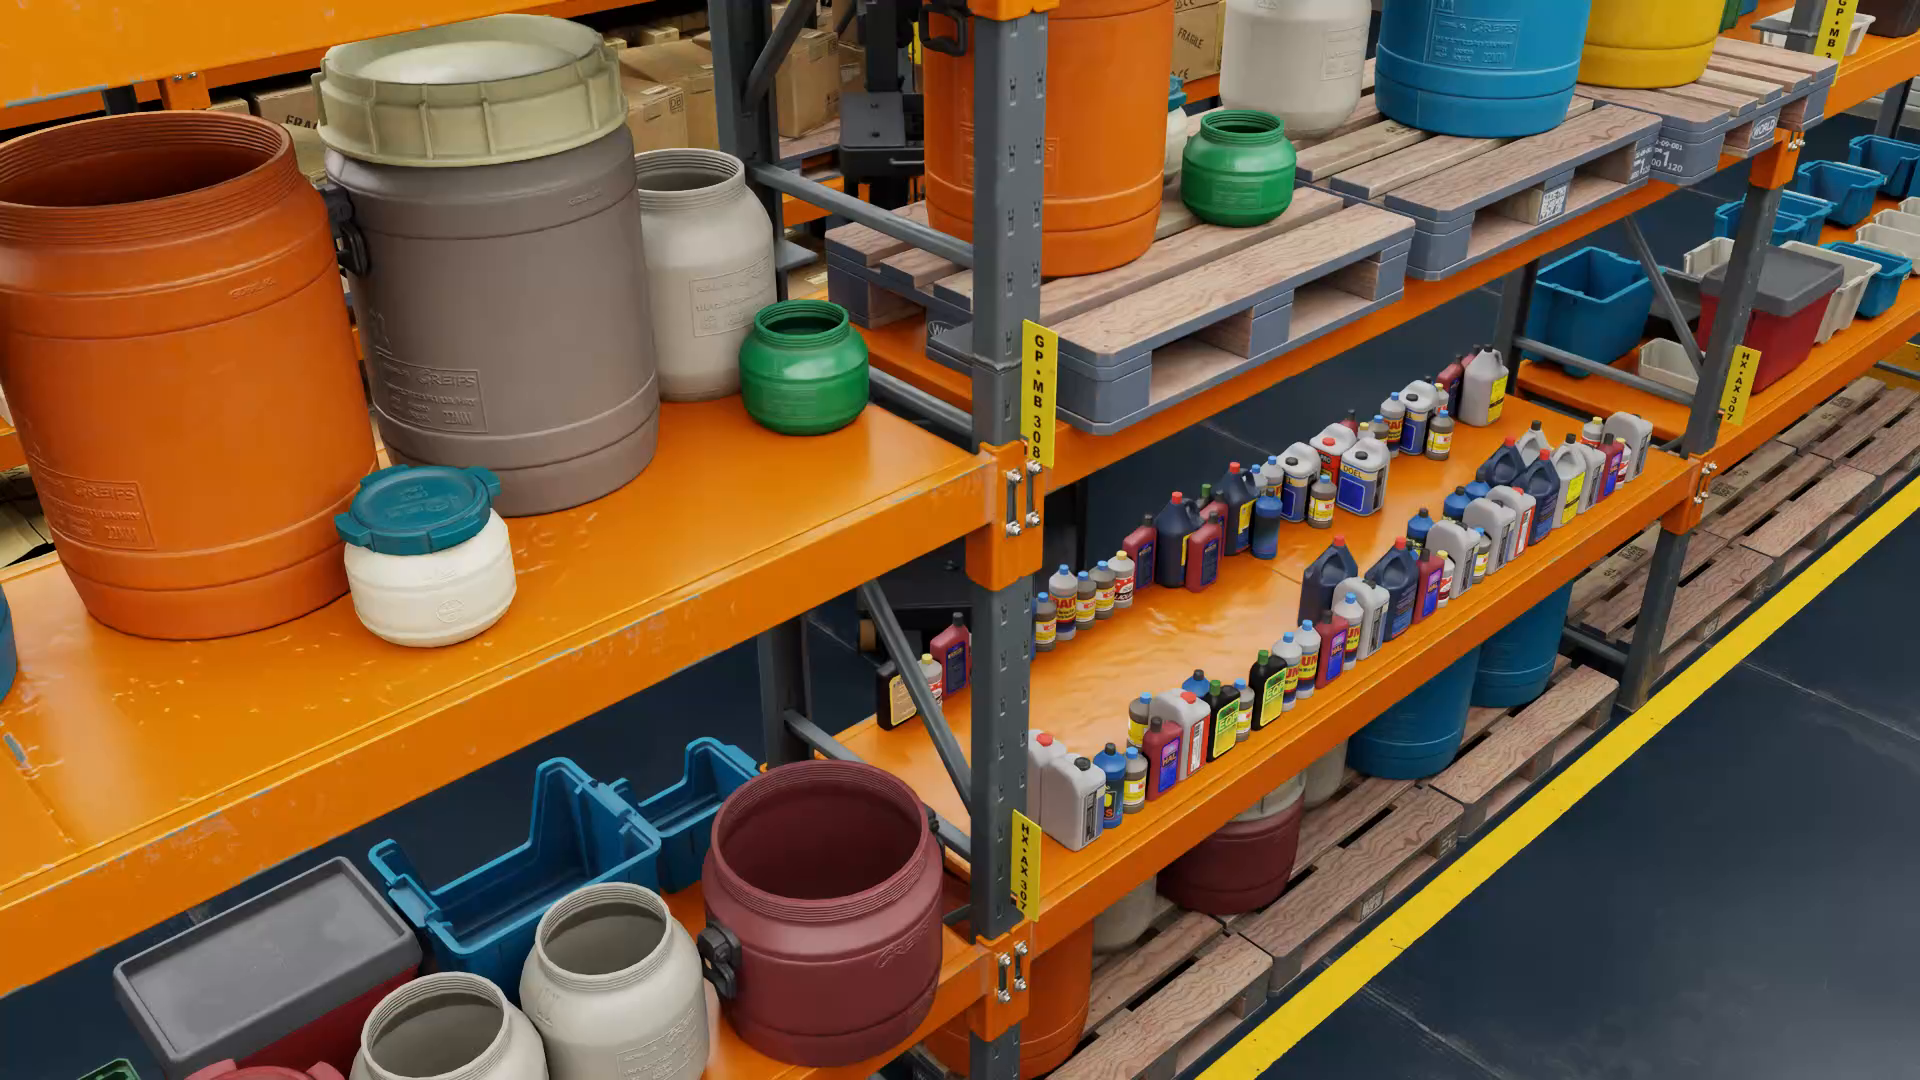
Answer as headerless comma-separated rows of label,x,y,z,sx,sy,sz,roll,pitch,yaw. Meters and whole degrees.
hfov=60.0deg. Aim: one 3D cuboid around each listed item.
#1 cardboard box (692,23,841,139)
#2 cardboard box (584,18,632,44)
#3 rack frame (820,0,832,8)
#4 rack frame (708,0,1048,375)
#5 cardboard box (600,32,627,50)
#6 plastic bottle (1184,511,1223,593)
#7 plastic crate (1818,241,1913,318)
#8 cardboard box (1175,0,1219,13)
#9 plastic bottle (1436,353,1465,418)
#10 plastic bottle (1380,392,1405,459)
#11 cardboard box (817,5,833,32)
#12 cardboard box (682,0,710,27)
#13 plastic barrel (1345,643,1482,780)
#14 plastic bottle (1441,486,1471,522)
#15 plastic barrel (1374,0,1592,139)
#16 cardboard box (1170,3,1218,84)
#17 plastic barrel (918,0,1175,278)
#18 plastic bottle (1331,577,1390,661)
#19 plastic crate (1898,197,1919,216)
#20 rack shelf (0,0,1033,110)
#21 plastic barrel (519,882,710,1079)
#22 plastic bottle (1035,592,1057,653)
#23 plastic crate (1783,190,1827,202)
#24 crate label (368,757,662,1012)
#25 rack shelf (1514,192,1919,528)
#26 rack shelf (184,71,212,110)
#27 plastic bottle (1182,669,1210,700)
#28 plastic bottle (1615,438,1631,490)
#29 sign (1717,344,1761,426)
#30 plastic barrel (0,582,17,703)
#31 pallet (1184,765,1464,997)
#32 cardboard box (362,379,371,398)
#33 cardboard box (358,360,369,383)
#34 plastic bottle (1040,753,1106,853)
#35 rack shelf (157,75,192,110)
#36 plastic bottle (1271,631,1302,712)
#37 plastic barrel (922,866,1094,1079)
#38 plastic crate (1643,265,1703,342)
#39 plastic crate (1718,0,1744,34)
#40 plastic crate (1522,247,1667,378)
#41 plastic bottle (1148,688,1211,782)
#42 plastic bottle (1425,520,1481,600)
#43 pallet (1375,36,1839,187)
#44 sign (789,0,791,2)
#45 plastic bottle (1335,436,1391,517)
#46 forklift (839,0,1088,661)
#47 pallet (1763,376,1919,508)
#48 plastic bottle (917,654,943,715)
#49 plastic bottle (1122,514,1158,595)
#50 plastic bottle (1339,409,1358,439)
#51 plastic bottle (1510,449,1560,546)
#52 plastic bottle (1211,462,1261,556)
cardboard box,-1.140,-2.743,9.861,0.700,0.500,0.500,15,35,23
cardboard box,-3.057,-4.418,14.472,0.250,0.149,0.380,-27,41,-37
rack frame,-1.078,-5.916,15.549,0.127,3.000,1.000,-26,40,-35
rack frame,-0.209,-1.848,3.146,0.127,3.000,1.000,-26,40,-35
cardboard box,-3.018,-4.164,14.056,0.250,0.149,0.380,-24,39,-34
plastic bottle,0.870,0.039,5.923,0.133,0.283,0.061,-26,40,-35
plastic crate,4.326,-1.253,8.028,0.300,0.233,0.416,-26,40,-35
cardboard box,1.406,-3.863,11.138,0.500,0.500,0.500,-25,39,-34
plastic bottle,2.068,-0.643,7.038,0.133,0.283,0.061,-26,40,-35
plastic bottle,1.754,-0.473,6.772,0.097,0.271,0.097,0,31,0
cardboard box,-1.524,-4.742,15.623,0.500,0.500,0.700,-26,40,-35
cardboard box,-2.309,-4.780,15.064,0.250,0.149,0.380,-25,39,-35
plastic barrel,1.795,0.447,6.753,0.708,0.901,0.600,-26,40,-35
plastic bottle,1.820,-0.074,6.118,0.097,0.271,0.097,0,31,0
plastic barrel,1.577,-1.716,4.922,0.708,0.901,0.600,-26,40,-35
cardboard box,1.402,-3.441,11.407,0.500,0.500,0.500,-25,40,-35
plastic barrel,0.210,-1.131,4.034,0.708,0.830,0.600,-26,40,-35
plastic bottle,1.345,0.243,5.596,0.135,0.276,0.152,-26,40,-35
plastic crate,5.183,-1.680,8.818,0.243,0.136,0.396,-26,40,-35
rack shelf,-1.675,-0.661,2.277,4.000,0.370,1.077,-26,40,-35
plastic barrel,-0.818,1.111,3.951,0.421,0.512,0.421,0,31,0
plastic bottle,0.278,0.270,5.623,0.097,0.201,0.097,0,31,0
plastic crate,4.464,-1.755,8.939,0.298,0.136,0.250,-26,40,-35
crate label,-1.121,0.946,4.294,0.616,0.435,0.502,-26,40,-35
rack shelf,4.191,-1.110,8.379,4.000,0.370,1.077,-26,40,-35
rack shelf,-2.107,-2.867,8.377,4.000,0.370,1.077,-26,40,-35
plastic bottle,0.730,0.519,5.150,0.097,0.271,0.097,0,31,0
plastic bottle,2.589,-0.307,6.567,0.097,0.201,0.097,0,31,0
sign,3.097,-0.614,6.613,0.005,0.325,0.100,-26,40,-35
plastic barrel,-1.957,-0.090,2.667,0.708,0.901,0.600,-26,40,-35
pallet,1.235,1.175,6.626,1.213,0.211,1.003,-26,40,-35
cardboard box,-3.048,-0.727,9.038,0.500,0.500,0.500,-24,39,-34
cardboard box,-3.009,-1.069,8.878,0.500,0.250,0.500,-24,39,-34
plastic bottle,0.328,0.735,4.792,0.135,0.276,0.152,-26,40,-35
rack shelf,-5.040,-1.448,6.057,4.000,0.370,1.077,-26,40,-35
plastic bottle,1.038,0.413,5.323,0.097,0.271,0.097,0,31,0
plastic barrel,0.139,1.278,5.462,0.708,0.830,0.600,-26,40,-35
plastic crate,3.363,-1.115,7.904,0.590,0.125,0.437,-26,40,-35
plastic crate,2.830,-2.162,6.739,0.662,0.188,0.450,-26,40,-35
plastic crate,2.835,-1.022,7.504,0.575,0.384,0.392,-26,40,-35
plastic bottle,0.668,0.571,5.060,0.135,0.276,0.152,-26,40,-35
plastic bottle,1.749,0.048,5.915,0.135,0.276,0.152,-26,40,-35
pallet,2.216,-1.591,5.782,1.003,0.211,1.213,-26,40,-35
sign,-1.015,-3.177,10.241,0.005,0.325,0.100,-26,40,-35
plastic bottle,1.551,-0.249,6.401,0.135,0.276,0.152,-26,40,-35
forklift,0.048,-0.893,7.400,1.130,2.935,3.031,-2,31,-3
pallet,5.027,-0.659,9.625,1.213,0.211,1.003,-26,40,-35
plastic bottle,-0.105,0.456,5.320,0.097,0.201,0.097,0,31,0
plastic bottle,0.636,0.049,5.906,0.133,0.283,0.061,-26,40,-35
plastic bottle,1.514,-0.375,6.600,0.133,0.283,0.061,-26,40,-35
plastic bottle,2.137,-0.169,6.199,0.185,0.351,0.144,-26,40,-35
plastic bottle,1.014,-0.133,6.139,0.185,0.351,0.144,-26,40,-35
